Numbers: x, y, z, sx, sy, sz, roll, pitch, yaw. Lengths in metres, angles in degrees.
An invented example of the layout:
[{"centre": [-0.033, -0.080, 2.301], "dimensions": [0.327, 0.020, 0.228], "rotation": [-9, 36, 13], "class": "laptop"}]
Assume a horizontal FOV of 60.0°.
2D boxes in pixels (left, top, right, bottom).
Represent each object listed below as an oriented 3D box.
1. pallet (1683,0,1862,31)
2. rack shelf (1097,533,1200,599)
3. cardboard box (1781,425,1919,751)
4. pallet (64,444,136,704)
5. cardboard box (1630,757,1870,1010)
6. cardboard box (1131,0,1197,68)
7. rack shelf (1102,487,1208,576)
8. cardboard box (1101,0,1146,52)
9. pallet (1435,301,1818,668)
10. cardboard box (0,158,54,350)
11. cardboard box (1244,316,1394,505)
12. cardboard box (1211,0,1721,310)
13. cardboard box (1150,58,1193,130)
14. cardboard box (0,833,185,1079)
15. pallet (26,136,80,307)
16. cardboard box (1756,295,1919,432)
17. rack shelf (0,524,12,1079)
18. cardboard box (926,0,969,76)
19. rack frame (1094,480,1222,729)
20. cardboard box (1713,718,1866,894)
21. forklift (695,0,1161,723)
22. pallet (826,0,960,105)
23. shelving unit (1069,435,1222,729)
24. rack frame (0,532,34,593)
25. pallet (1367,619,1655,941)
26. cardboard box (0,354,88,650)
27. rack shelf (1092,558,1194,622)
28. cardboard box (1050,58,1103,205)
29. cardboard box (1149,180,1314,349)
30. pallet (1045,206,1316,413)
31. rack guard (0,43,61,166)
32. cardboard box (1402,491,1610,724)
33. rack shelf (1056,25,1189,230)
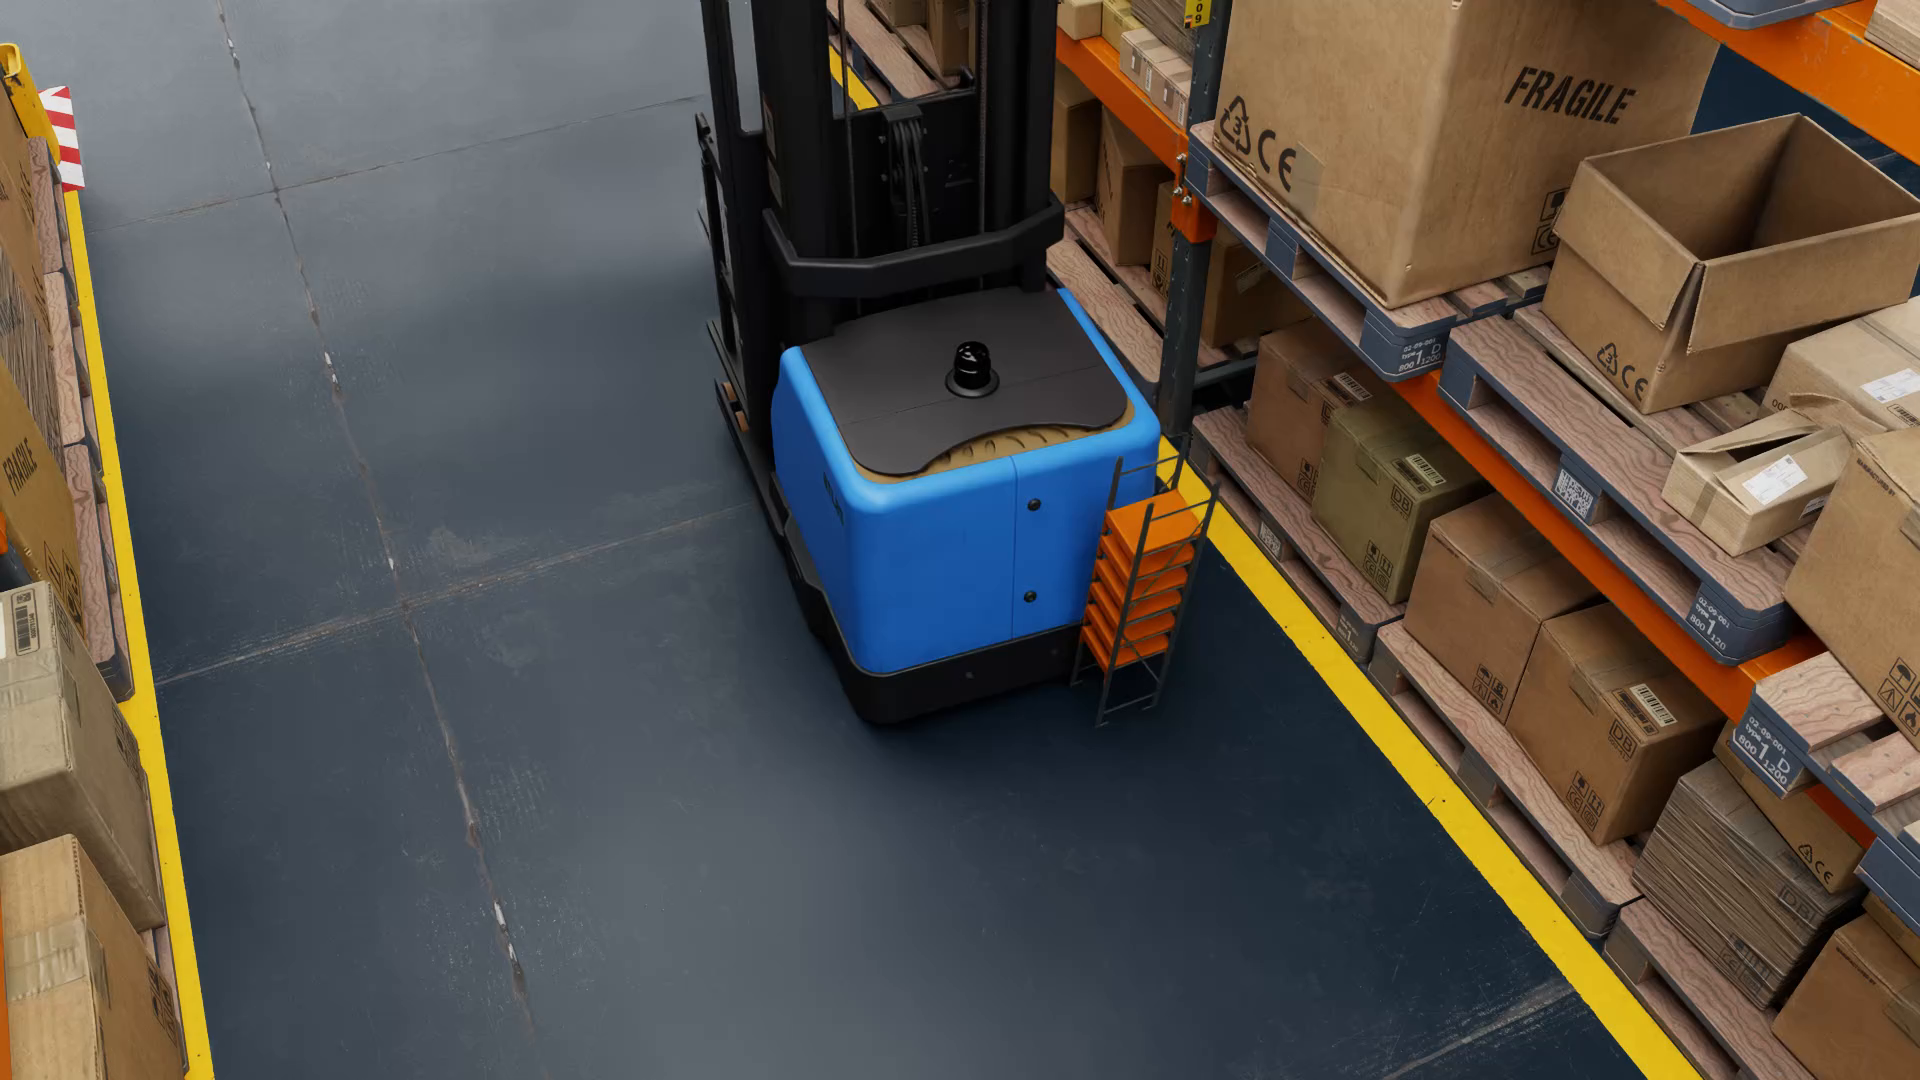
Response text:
[{"centre": [1.866, -1.569, 3.702], "dimensions": [1.213, 0.211, 1.003], "rotation": [-18, 47, -17], "class": "pallet"}, {"centre": [0.572, 0.045, 5.063], "dimensions": [0.258, 0.103, 0.180], "rotation": [-18, 56, -17], "class": "rack shelf"}, {"centre": [2.357, 0.053, 3.691], "dimensions": [0.700, 0.500, 0.500], "rotation": [-12, 46, -12], "class": "cardboard box"}, {"centre": [-3.528, 0.232, 5.864], "dimensions": [1.003, 0.211, 1.213], "rotation": [-18, 47, -17], "class": "pallet"}, {"centre": [2.401, 0.859, 4.711], "dimensions": [0.700, 0.500, 0.500], "rotation": [-22, 49, -21], "class": "cardboard box"}, {"centre": [1.131, -2.099, 5.959], "dimensions": [0.875, 0.500, 0.500], "rotation": [-18, 47, -17], "class": "cardboard box"}, {"centre": [0.580, -0.028, 4.968], "dimensions": [0.258, 0.103, 0.180], "rotation": [-18, 56, -17], "class": "rack shelf"}, {"centre": [0.760, -1.953, 6.272], "dimensions": [0.380, 0.149, 0.250], "rotation": [-18, 47, -17], "class": "cardboard box"}, {"centre": [2.076, -0.285, 4.540], "dimensions": [1.003, 0.211, 1.213], "rotation": [-18, 47, -17], "class": "pallet"}, {"centre": [-4.244, -1.222, 6.567], "dimensions": [0.875, 0.875, 0.875], "rotation": [-19, 48, -18], "class": "cardboard box"}, {"centre": [1.503, -0.522, 6.110], "dimensions": [0.700, 0.500, 0.500], "rotation": [-22, 49, -20], "class": "cardboard box"}, {"centre": [1.471, -1.468, 4.876], "dimensions": [1.000, 1.000, 1.000], "rotation": [-18, 47, -17], "class": "cardboard box"}, {"centre": [0.907, -1.614, 5.929], "dimensions": [0.380, 0.149, 0.250], "rotation": [-18, 47, -17], "class": "cardboard box"}, {"centre": [-2.534, 1.384, 4.015], "dimensions": [1.050, 0.750, 0.750], "rotation": [-18, 47, -17], "class": "cardboard box"}, {"centre": [-4.554, -1.323, 7.440], "dimensions": [1.003, 0.211, 1.213], "rotation": [-18, 47, -17], "class": "pallet"}, {"centre": [2.450, -0.336, 4.263], "dimensions": [0.500, 0.250, 0.500], "rotation": [-19, 48, -19], "class": "cardboard box"}, {"centre": [-2.438, 1.278, 3.331], "dimensions": [1.077, 0.370, 4.000], "rotation": [-18, 47, -17], "class": "rack shelf"}, {"centre": [0.112, -2.688, 8.319], "dimensions": [0.500, 0.500, 0.500], "rotation": [-7, 45, -7], "class": "cardboard box"}, {"centre": [0.598, 0.232, 5.168], "dimensions": [0.240, 1.200, 0.006], "rotation": [-18, 56, -17], "class": "rack frame"}, {"centre": [2.405, 0.609, 4.429], "dimensions": [0.500, 0.250, 0.500], "rotation": [-13, 46, -13], "class": "cardboard box"}, {"centre": [-0.343, -1.486, 5.669], "dimensions": [1.130, 2.935, 3.031], "rotation": [-14, 46, -14], "class": "forklift"}, {"centre": [-0.076, -2.633, 8.768], "dimensions": [1.003, 0.211, 1.213], "rotation": [-18, 47, -17], "class": "pallet"}, {"centre": [0.560, 0.165, 5.217], "dimensions": [0.258, 1.200, 0.189], "rotation": [-18, 56, -17], "class": "shelving unit"}, {"centre": [-3.279, -0.253, 4.370], "dimensions": [1.000, 3.000, 0.127], "rotation": [-18, 47, -17], "class": "rack frame"}, {"centre": [2.109, 0.614, 5.477], "dimensions": [1.003, 0.211, 1.213], "rotation": [-18, 47, -17], "class": "pallet"}, {"centre": [-3.480, -0.067, 5.396], "dimensions": [0.875, 0.875, 0.875], "rotation": [-17, 47, -17], "class": "cardboard box"}, {"centre": [0.565, 0.119, 5.157], "dimensions": [0.258, 0.103, 0.180], "rotation": [-18, 56, -17], "class": "rack shelf"}, {"centre": [0.552, -1.915, 7.535], "dimensions": [0.500, 0.500, 0.500], "rotation": [-22, 49, -21], "class": "cardboard box"}, {"centre": [1.132, -1.179, 6.790], "dimensions": [0.500, 0.500, 0.500], "rotation": [-19, 48, -19], "class": "cardboard box"}, {"centre": [0.949, -1.078, 7.192], "dimensions": [1.003, 0.211, 1.213], "rotation": [-18, 47, -17], "class": "pallet"}, {"centre": [-4.971, -1.927, 7.847], "dimensions": [1.175, 0.500, 0.348], "rotation": [-18, 47, -17], "class": "rack guard"}, {"centre": [1.922, 0.144, 5.435], "dimensions": [0.700, 0.500, 0.500], "rotation": [-22, 49, -21], "class": "cardboard box"}, {"centre": [0.423, -2.671, 7.334], "dimensions": [1.077, 0.370, 4.000], "rotation": [-18, 47, -17], "class": "rack shelf"}]
